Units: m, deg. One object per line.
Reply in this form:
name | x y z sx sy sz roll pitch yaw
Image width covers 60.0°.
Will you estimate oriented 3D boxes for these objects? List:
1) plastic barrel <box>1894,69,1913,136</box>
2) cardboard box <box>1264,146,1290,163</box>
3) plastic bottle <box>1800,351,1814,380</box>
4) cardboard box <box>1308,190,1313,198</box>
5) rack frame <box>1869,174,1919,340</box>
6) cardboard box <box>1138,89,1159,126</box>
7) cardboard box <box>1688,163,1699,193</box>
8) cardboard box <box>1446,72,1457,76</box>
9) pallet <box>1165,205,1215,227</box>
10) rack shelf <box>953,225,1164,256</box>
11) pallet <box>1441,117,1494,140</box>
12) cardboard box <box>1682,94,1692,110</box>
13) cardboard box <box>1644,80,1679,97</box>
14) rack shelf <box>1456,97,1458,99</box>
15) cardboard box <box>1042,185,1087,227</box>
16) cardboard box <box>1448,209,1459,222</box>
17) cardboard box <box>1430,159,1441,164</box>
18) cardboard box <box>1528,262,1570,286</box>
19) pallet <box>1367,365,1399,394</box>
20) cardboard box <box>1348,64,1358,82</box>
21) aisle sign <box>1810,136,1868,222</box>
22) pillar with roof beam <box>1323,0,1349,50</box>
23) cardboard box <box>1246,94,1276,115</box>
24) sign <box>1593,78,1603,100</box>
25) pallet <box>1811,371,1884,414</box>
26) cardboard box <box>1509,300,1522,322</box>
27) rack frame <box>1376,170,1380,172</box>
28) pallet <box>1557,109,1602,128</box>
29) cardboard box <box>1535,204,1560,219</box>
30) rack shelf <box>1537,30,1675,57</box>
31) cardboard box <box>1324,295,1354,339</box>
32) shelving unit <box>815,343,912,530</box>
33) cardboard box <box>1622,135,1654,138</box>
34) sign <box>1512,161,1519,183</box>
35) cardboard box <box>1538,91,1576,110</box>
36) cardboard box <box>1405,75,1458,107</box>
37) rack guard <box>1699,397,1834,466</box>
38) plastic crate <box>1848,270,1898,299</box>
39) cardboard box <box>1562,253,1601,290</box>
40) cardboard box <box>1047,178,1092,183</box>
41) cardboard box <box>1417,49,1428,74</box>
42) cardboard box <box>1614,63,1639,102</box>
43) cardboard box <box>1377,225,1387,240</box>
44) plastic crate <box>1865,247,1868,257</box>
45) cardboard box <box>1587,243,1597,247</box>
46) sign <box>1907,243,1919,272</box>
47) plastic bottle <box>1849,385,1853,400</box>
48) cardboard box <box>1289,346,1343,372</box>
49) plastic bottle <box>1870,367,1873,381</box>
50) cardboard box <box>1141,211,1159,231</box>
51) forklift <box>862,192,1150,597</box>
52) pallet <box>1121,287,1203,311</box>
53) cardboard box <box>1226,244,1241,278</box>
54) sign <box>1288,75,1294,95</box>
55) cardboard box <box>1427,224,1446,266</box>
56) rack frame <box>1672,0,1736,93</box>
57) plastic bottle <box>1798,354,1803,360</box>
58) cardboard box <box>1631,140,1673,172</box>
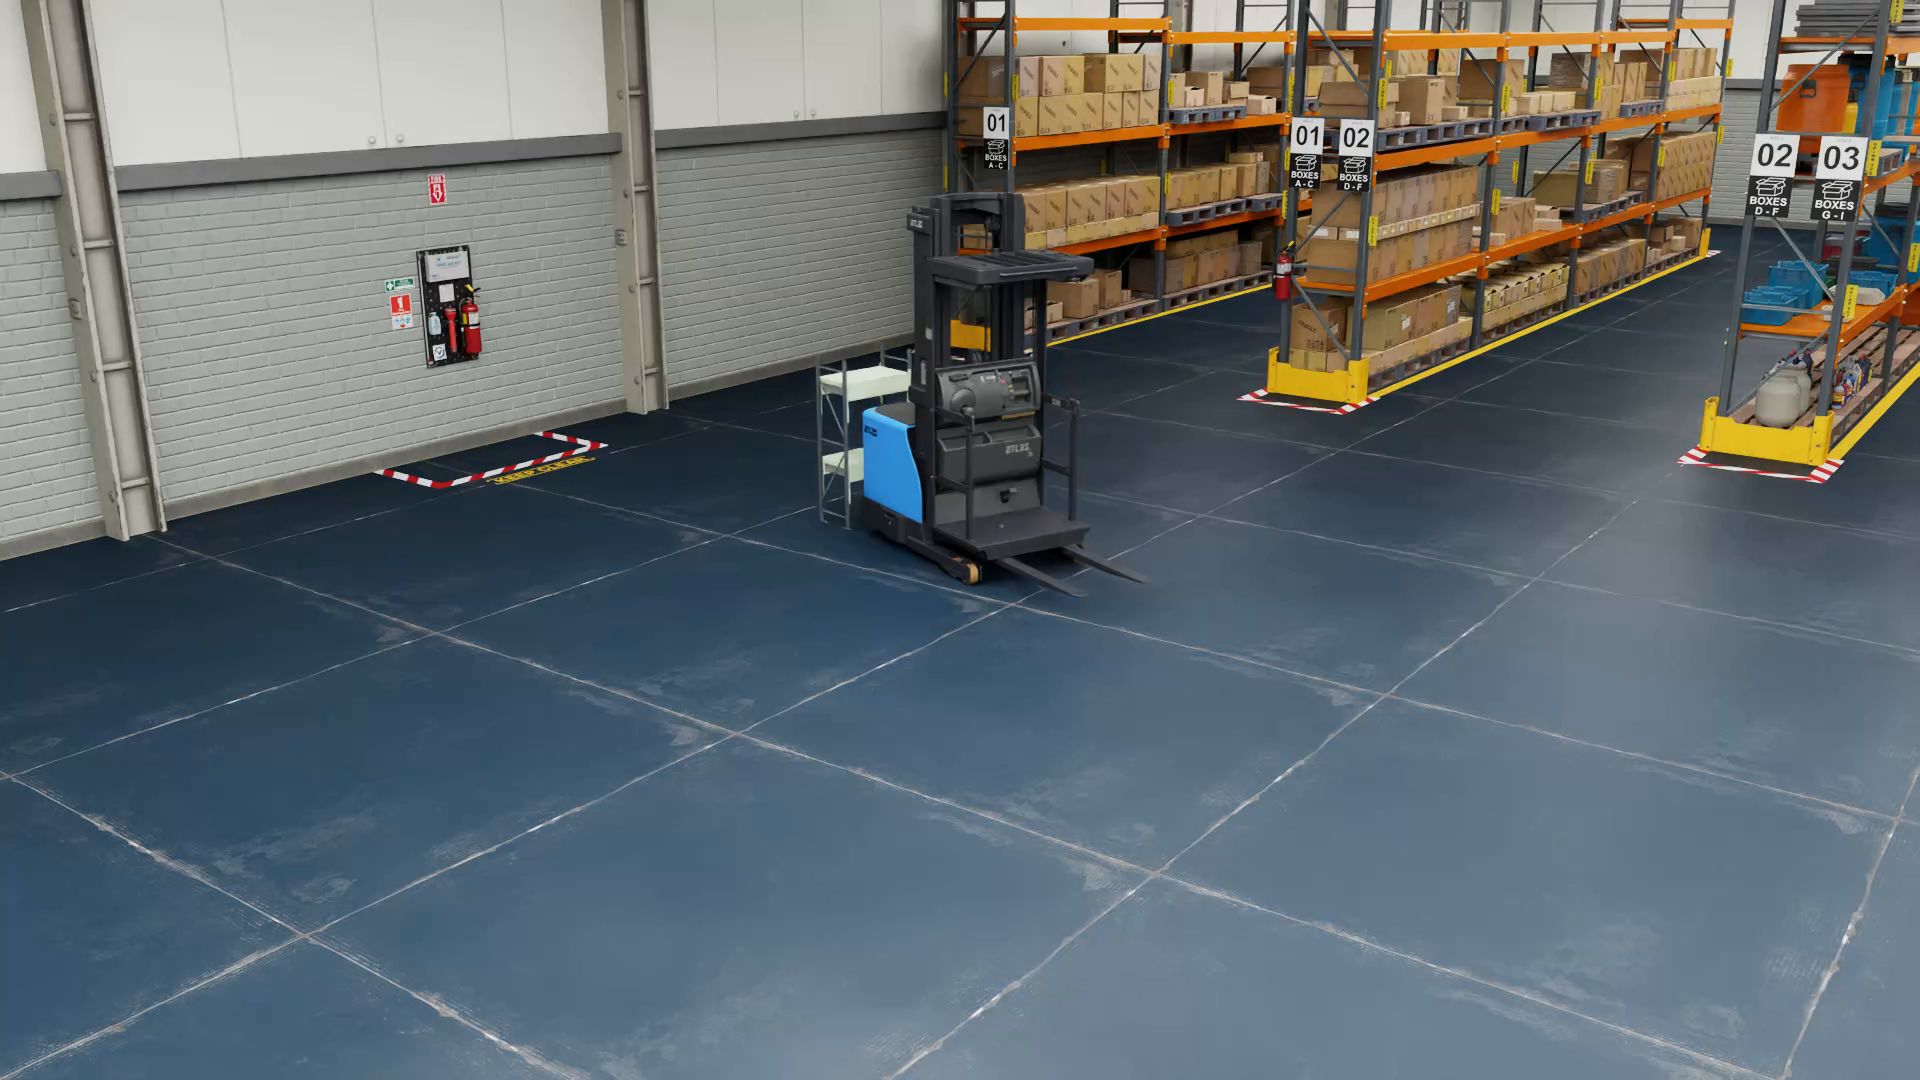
plastic barrel | 11.129 -5.225 20.109 0.600 0.901 0.600 0 17 0
cardboard box | 5.532 -6.568 28.368 0.500 0.250 0.500 13 22 36
plastic bottle | 9.912 -2.039 19.475 0.144 0.351 0.185 12 21 35
cardboard box | 6.001 -6.120 29.284 0.380 0.149 0.250 13 21 36
rack frame | 12.994 -4.191 22.680 1.000 3.000 0.127 12 21 35
cardboard box | 2.550 -6.314 24.257 0.500 0.500 0.500 13 22 36
cardboard box | 13.128 -6.623 30.345 0.500 0.500 0.500 13 21 35
cardboard box | 9.581 -9.235 33.241 0.500 0.250 0.500 13 22 36
pallet | 3.226 -5.053 25.782 1.003 0.211 1.213 12 21 35
rack shelf | 1.462 -4.169 23.823 1.077 0.370 4.000 12 21 35
pallet | 6.147 -5.297 21.333 1.003 0.211 1.213 12 21 35
cardboard box | 12.490 -7.690 29.143 0.500 0.250 0.500 12 21 35
cardboard box | 11.890 -7.691 28.305 0.500 0.250 0.500 12 21 35
rack shelf | 8.612 -8.459 32.582 1.077 0.370 4.000 12 21 35
cardboard box | 1.412 -4.630 23.051 0.500 0.500 0.500 12 21 33
cardboard box | 6.186 -4.185 21.400 0.380 0.149 0.250 12 21 35
cardboard box | 9.084 -7.691 33.448 0.980 0.700 0.700 12 21 34
cardboard box | 8.904 -4.054 25.222 0.500 0.311 0.500 13 22 36
pallet | 4.673 -2.019 20.390 1.003 0.211 1.213 12 21 35
cardboard box | 6.808 -8.394 30.248 0.700 0.500 0.500 11 20 32
aisle sign | 8.419 -3.458 15.937 0.394 0.787 0.004 12 21 35
pillar with roof beam | 10.600 -9.318 29.076 9.100 9.000 0.400 12 21 35
cardboard box | 4.825 -7.122 27.177 0.500 0.311 0.500 12 21 35
sign | 9.459 -6.684 24.647 0.100 0.325 0.005 12 21 35
pallet | 10.177 -1.754 19.535 1.003 0.211 1.213 12 21 35
cardboard box | 7.686 -3.299 23.738 0.500 0.250 0.500 12 21 33
rack frame | 7.421 -6.894 31.386 1.000 3.000 0.127 12 21 35
pallet | 8.685 -6.232 24.514 1.213 0.211 1.003 14 22 37
cardboard box | 8.766 -4.945 25.261 0.500 0.311 0.500 14 22 38
rack shelf | 10.210 -7.874 26.312 1.077 0.370 4.000 12 21 35
cardboard box | 4.916 -2.828 20.956 0.500 0.500 0.500 12 21 35
shelving unit | -0.836 -0.920 14.679 0.755 1.500 0.431 -15 23 -40
cardboard box | 12.098 -6.953 29.723 0.500 0.500 0.500 13 21 35
sign | 8.576 -5.676 25.644 0.100 0.325 0.005 12 21 35
cardboard box | 8.793 -6.510 24.637 0.500 0.250 0.500 11 20 31
cardboard box | 6.123 -5.788 21.655 0.500 0.500 0.500 15 22 39
rack guard | 8.235 -1.118 17.000 1.175 0.500 0.348 12 21 35
plastic crate | 10.169 -2.855 18.631 0.499 0.251 0.616 12 21 35
cardboard box | 9.826 -4.267 26.399 0.500 0.500 0.500 12 21 33
cardboard box | 1.594 -4.969 24.143 0.500 0.500 0.500 13 22 36
cardboard box | 8.662 -9.224 31.942 0.500 0.500 0.500 13 21 35
cardboard box | 10.662 -7.478 27.163 0.600 0.600 0.600 12 21 34
cardboard box | 4.813 -3.638 19.638 0.380 0.149 0.250 12 21 33
plastic crate | 11.421 -3.601 21.140 0.450 0.188 0.662 12 21 35
cardboard box | 10.305 -4.717 27.849 0.500 0.500 0.500 13 21 35
sign | 11.046 -3.270 19.250 0.100 0.325 0.005 12 21 35
plastic bottle | 9.880 -1.665 18.523 0.097 0.201 0.097 0 17 0
cardboard box | 4.333 -2.229 20.291 0.500 0.250 0.500 12 21 35
plastic bottle | 10.644 -1.970 19.507 0.097 0.201 0.097 0 17 0
cardboard box | 2.615 -4.760 24.734 0.500 0.250 0.500 12 21 35
forklift | 0.352 -1.206 13.184 1.130 2.935 3.031 -10 20 -30
pallet | 3.117 -3.843 26.262 1.003 0.211 1.213 12 21 35
cardboard box | 4.250 -4.675 27.713 0.700 0.500 0.500 12 21 35
sign | 5.472 -7.524 27.486 0.100 0.325 0.005 12 21 35
cardboard box | 5.764 -3.809 21.285 0.700 0.500 0.500 13 21 35
rack frame | 13.785 -9.837 30.748 1.000 3.000 0.127 12 21 35
plastic bottle | 9.898 -2.067 19.693 0.152 0.276 0.135 13 22 37
cardboard box | 11.908 -6.607 28.608 0.500 0.500 0.500 13 22 36
